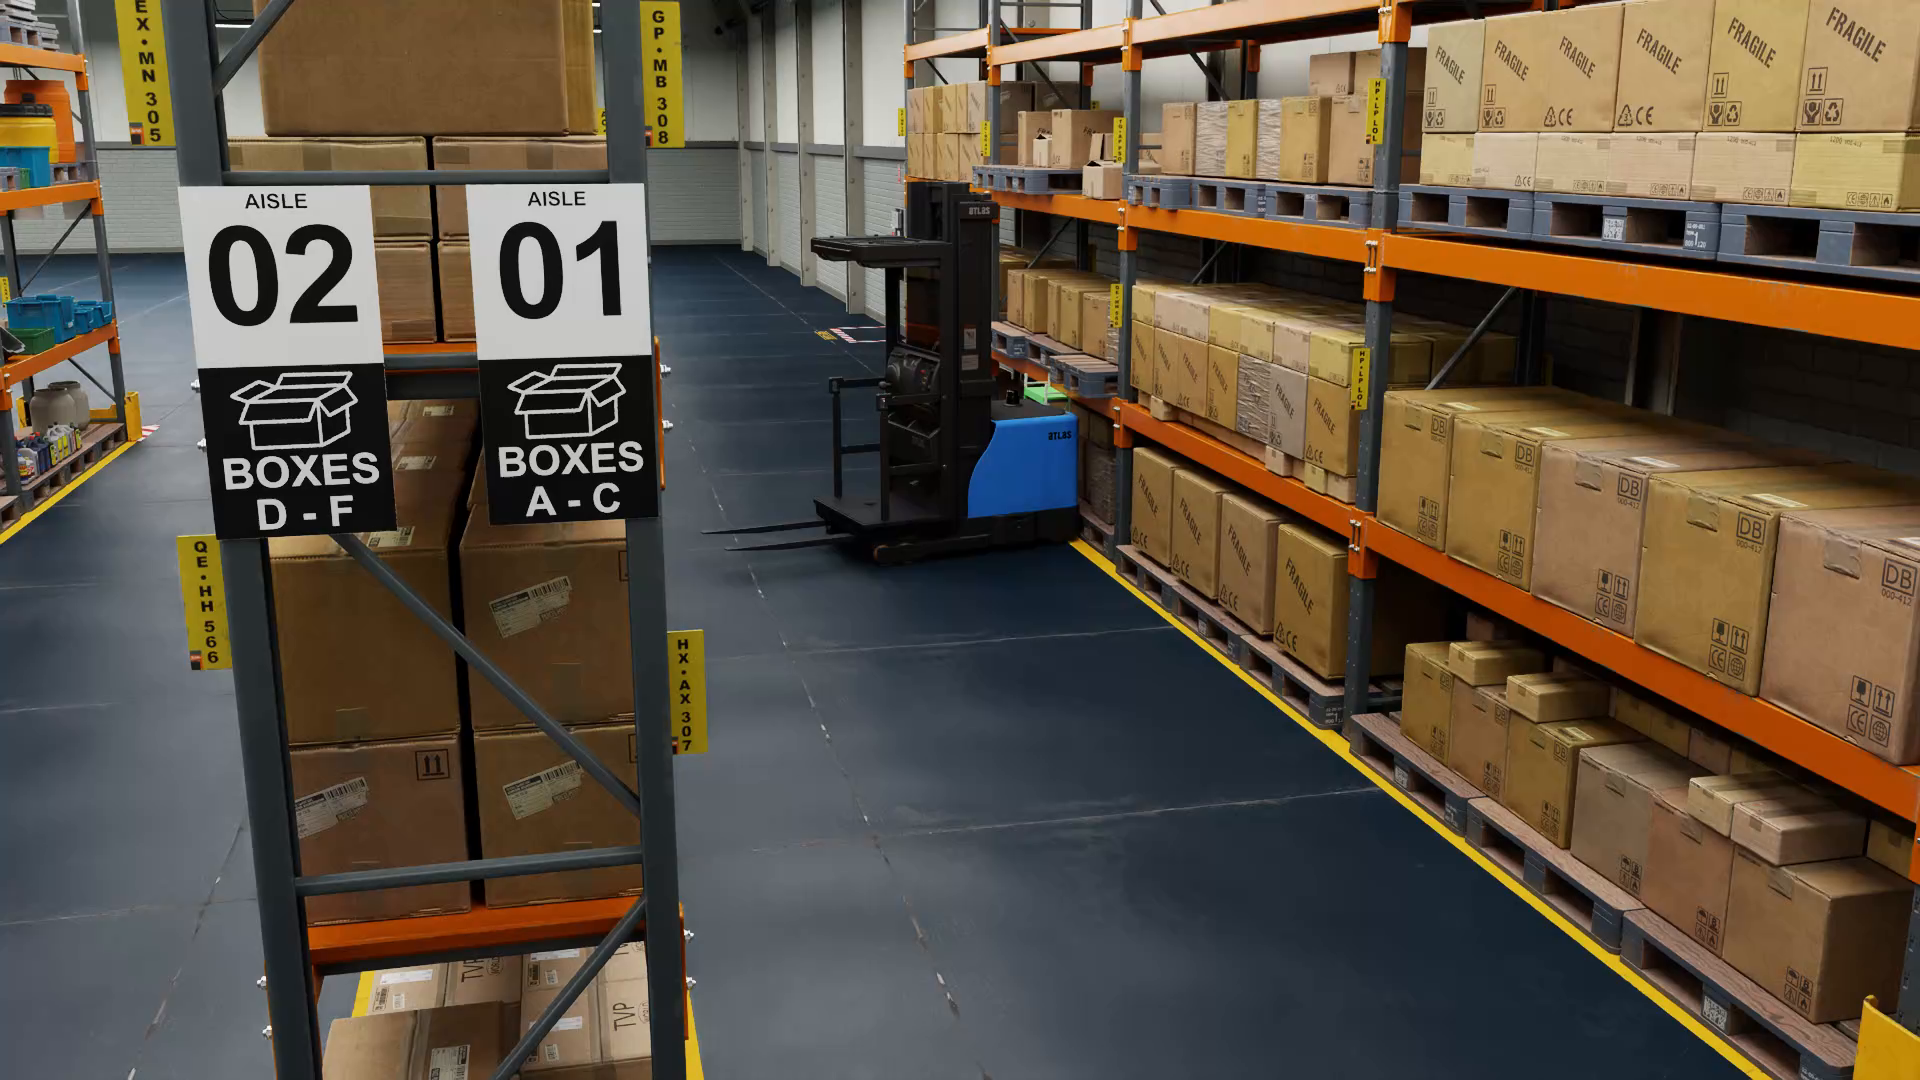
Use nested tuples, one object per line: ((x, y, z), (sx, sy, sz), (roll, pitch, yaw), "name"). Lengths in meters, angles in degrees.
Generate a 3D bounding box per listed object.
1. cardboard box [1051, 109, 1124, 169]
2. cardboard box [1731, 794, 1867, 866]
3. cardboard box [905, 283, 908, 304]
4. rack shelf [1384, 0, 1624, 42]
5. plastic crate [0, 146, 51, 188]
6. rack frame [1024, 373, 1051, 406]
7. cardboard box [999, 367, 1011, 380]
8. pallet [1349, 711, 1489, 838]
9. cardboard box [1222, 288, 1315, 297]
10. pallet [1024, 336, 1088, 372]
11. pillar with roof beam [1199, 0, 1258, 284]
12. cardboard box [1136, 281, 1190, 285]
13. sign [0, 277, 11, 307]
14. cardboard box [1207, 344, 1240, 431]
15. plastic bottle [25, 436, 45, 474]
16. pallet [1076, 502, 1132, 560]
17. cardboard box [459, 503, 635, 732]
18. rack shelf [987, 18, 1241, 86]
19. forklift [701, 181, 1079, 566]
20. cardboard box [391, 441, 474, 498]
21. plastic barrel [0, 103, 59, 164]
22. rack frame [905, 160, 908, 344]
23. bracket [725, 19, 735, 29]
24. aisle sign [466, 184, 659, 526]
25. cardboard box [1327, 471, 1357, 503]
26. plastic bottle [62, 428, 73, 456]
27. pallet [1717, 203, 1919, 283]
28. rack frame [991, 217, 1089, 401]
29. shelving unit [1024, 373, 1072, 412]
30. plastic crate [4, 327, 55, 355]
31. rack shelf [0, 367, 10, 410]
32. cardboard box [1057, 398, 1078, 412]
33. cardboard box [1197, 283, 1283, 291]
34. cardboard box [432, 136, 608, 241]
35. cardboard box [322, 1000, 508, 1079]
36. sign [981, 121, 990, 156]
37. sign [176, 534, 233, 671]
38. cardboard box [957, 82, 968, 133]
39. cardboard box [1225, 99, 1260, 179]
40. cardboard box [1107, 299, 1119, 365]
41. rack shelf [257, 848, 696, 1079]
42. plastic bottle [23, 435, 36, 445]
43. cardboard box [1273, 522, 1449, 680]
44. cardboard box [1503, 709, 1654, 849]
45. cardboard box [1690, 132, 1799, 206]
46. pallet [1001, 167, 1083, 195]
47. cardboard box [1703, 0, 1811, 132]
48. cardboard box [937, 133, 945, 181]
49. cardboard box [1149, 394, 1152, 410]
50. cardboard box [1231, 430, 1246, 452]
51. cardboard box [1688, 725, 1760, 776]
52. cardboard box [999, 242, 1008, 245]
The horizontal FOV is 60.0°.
((1.116, -3.503, 14.529), (0.500, 0.500, 0.500), (-4, 14, -15), "cardboard box")
((3.125, 1.080, 6.202), (0.380, 0.149, 0.250), (-3, 14, -14), "cardboard box")
((-0.358, -2.938, 19.905), (0.500, 0.250, 0.500), (-4, 14, -15), "cardboard box")
((3.124, -2.272, 6.624), (1.077, 0.370, 4.000), (-3, 14, -13), "rack shelf")
((-9.053, -3.605, 16.076), (0.392, 0.384, 0.575), (-3, 14, -13), "plastic crate")
((0.665, -0.880, 14.678), (0.240, 1.200, 0.015), (-4, 17, -18), "rack frame")
((0.169, -1.662, 18.751), (0.700, 0.500, 0.500), (-4, 14, -17), "cardboard box")
((2.757, 1.172, 8.686), (1.003, 0.211, 1.213), (-3, 14, -13), "pallet")
((2.192, -1.643, 11.871), (0.500, 0.250, 0.500), (-4, 14, -15), "cardboard box")
((1.210, -1.647, 14.751), (1.003, 0.211, 1.213), (-3, 14, -13), "pallet")
((-1.934, -4.308, 12.599), (9.100, 9.000, 0.400), (-3, 14, -13), "pillar with roof beam")
((1.605, -1.941, 13.046), (0.380, 0.149, 0.250), (-5, 15, -21), "cardboard box")
((-10.330, -2.684, 18.008), (0.100, 0.325, 0.005), (-3, 14, -13), "sign")
((1.940, -1.006, 10.846), (0.500, 0.500, 0.500), (-3, 14, -12), "cardboard box")
((-8.641, -0.792, 15.504), (0.144, 0.351, 0.185), (-3, 14, -12), "plastic bottle")
((1.533, -0.111, 13.938), (1.003, 0.211, 1.213), (-3, 14, -13), "pallet")
((-1.068, 0.186, 4.529), (0.500, 0.500, 0.500), (-3, 14, -11), "cardboard box")
((1.245, -4.117, 14.178), (1.077, 0.370, 4.000), (-3, 14, -13), "rack shelf")
((-0.564, -1.359, 13.314), (3.031, 2.935, 1.130), (-7, 15, -25), "forklift")
((-1.838, -0.020, 5.373), (0.500, 0.500, 0.500), (-3, 14, -12), "cardboard box")
((-9.403, -4.075, 16.687), (0.600, 0.588, 0.600), (0, 14, 0), "plastic barrel")
((-0.164, -3.131, 20.422), (1.000, 3.000, 0.127), (-3, 14, -13), "rack frame")
((-6.452, -14.486, 46.674), (0.235, 0.232, 0.430), (-3, 14, -13), "bracket")
((-0.919, -0.426, 3.875), (0.394, 0.787, 0.004), (-3, 14, -13), "aisle sign")
((2.300, -0.313, 9.373), (0.380, 0.149, 0.250), (-3, 14, -13), "cardboard box")
((-8.871, -0.978, 16.424), (0.152, 0.276, 0.135), (-4, 14, -15), "plastic bottle")
((3.409, -1.025, 5.667), (1.003, 0.211, 1.213), (-3, 14, -13), "pallet")
((0.776, -2.208, 16.645), (1.000, 3.000, 0.127), (-3, 14, -13), "rack frame")
((0.742, -0.814, 14.456), (0.258, 1.200, 0.503), (-4, 17, -18), "shelving unit")
((-8.899, -1.882, 15.757), (0.450, 0.188, 0.662), (-3, 14, -13), "plastic crate")
((-8.385, -0.845, 12.582), (1.077, 0.370, 4.000), (-3, 14, -13), "rack shelf")
((1.197, -1.182, 15.204), (0.500, 0.250, 0.500), (-4, 14, -15), "cardboard box")
((2.073, -1.762, 12.361), (0.500, 0.250, 0.500), (-3, 14, -12), "cardboard box")
((-1.088, -0.923, 4.328), (0.500, 0.250, 0.500), (-3, 14, -13), "cardboard box")
((-1.588, 1.726, 4.882), (0.500, 0.500, 0.500), (-3, 14, -13), "cardboard box")
((0.250, -3.885, 16.097), (0.100, 0.325, 0.005), (-3, 14, -13), "sign")
((-1.765, 0.147, 3.898), (0.100, 0.325, 0.005), (-3, 14, -13), "sign")
((0.255, -4.436, 17.086), (0.500, 0.500, 0.500), (-3, 14, -10), "cardboard box")
((2.177, -2.649, 10.990), (0.700, 0.500, 0.500), (-3, 14, -10), "cardboard box")
((1.595, -1.656, 13.246), (0.700, 0.500, 0.500), (-5, 15, -20), "cardboard box")
((-1.690, 0.725, 6.155), (1.077, 0.370, 4.000), (-3, 14, -13), "rack shelf")
((-8.923, -0.884, 16.035), (0.152, 0.276, 0.135), (-3, 14, -13), "plastic bottle")
((2.375, 0.335, 9.881), (0.750, 0.750, 0.750), (-3, 14, -13), "cardboard box")
((2.963, 1.060, 7.648), (0.700, 0.500, 0.500), (-3, 14, -12), "cardboard box")
((3.040, -1.351, 6.037), (0.500, 0.250, 0.500), (-4, 14, -15), "cardboard box")
((1.064, -3.187, 14.726), (1.213, 0.211, 1.003), (-3, 14, -13), "pallet")
((3.050, -1.711, 5.929), (0.500, 0.500, 0.500), (-3, 14, -11), "cardboard box")
((0.035, -4.188, 18.174), (0.500, 0.500, 0.500), (-2, 14, -10), "cardboard box")
((1.618, -1.026, 12.292), (0.380, 0.149, 0.250), (-3, 14, -12), "cardboard box")
((1.993, -0.670, 10.836), (0.380, 0.149, 0.250), (-3, 14, -11), "cardboard box")
((3.317, 0.884, 7.005), (0.380, 0.149, 0.250), (-3, 14, -12), "cardboard box")
((0.262, -3.219, 19.475), (0.500, 0.500, 0.500), (-3, 14, -12), "cardboard box")
